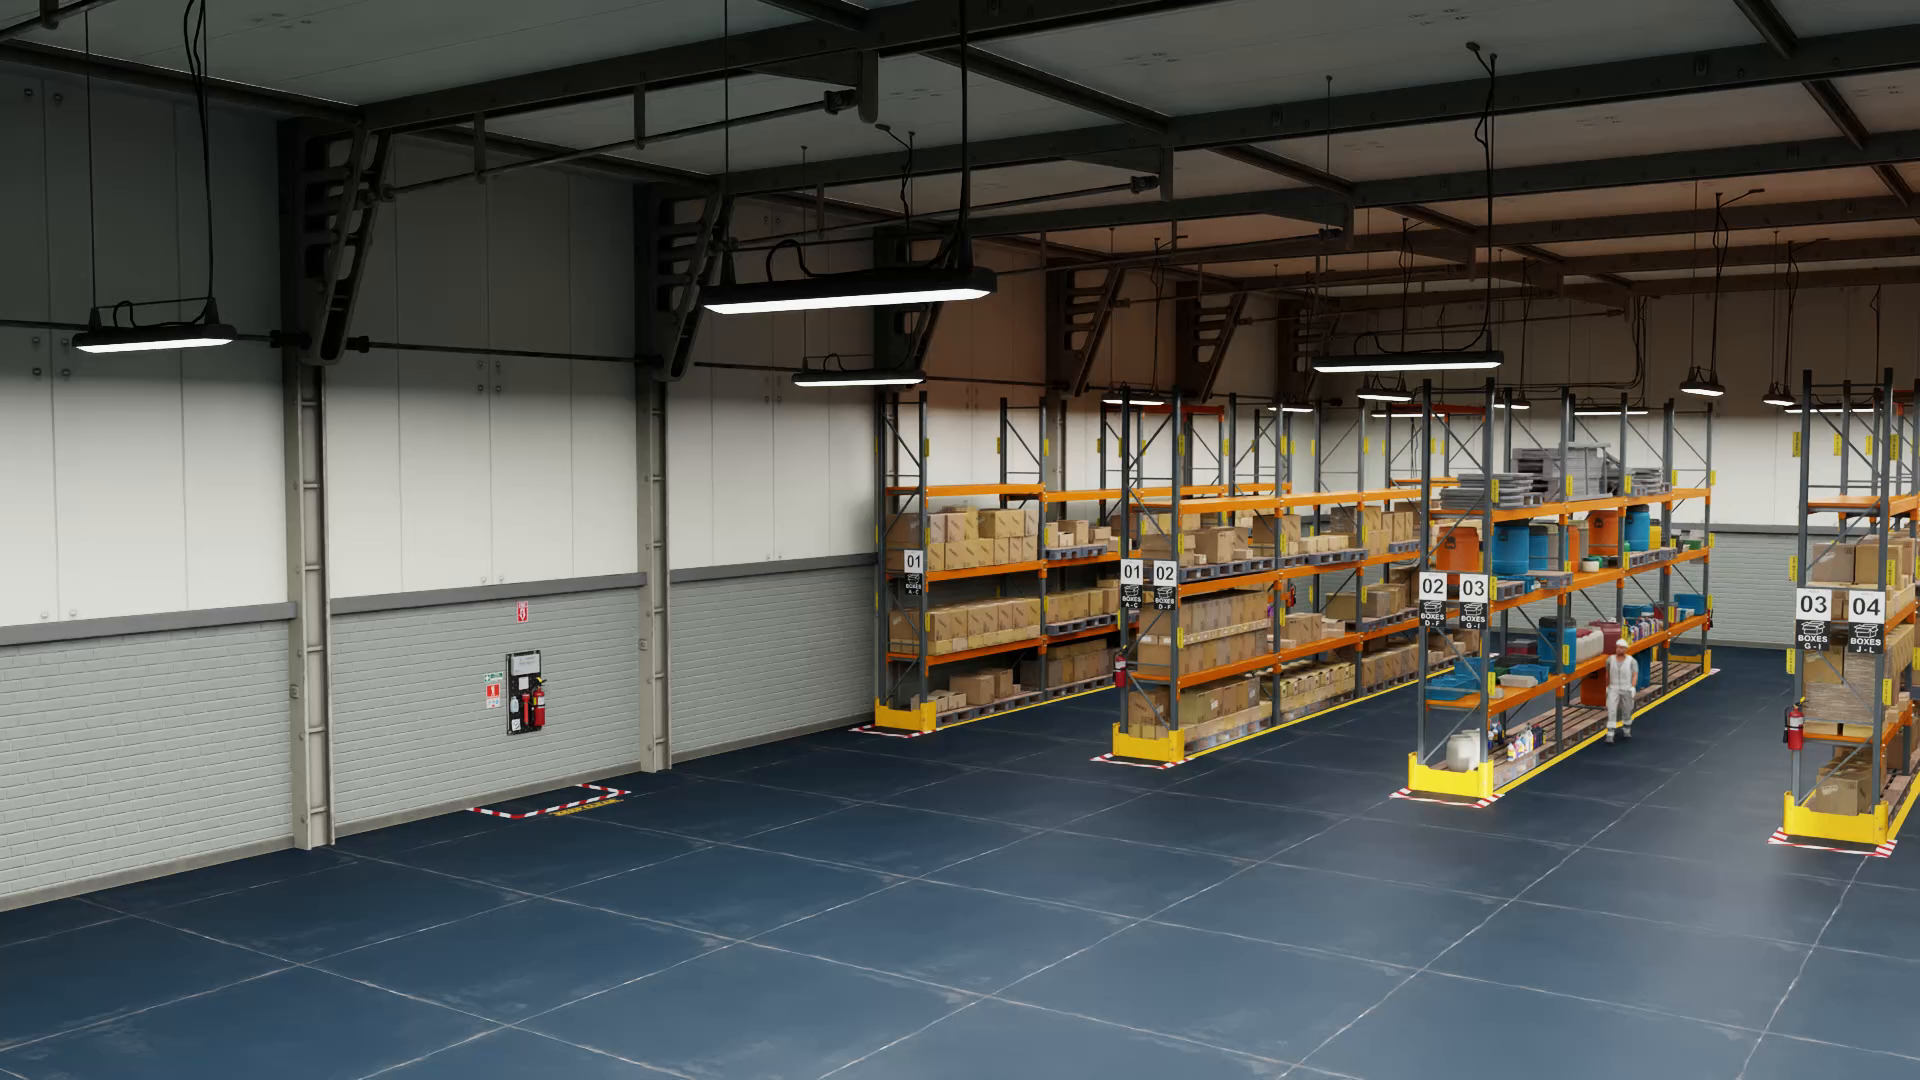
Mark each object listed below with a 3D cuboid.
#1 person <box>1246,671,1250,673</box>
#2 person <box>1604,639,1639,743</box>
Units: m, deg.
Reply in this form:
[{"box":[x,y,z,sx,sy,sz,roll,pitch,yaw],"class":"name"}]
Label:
[{"box":[6.493,2.082,37.085,0.634,1.714,1.093,2,4,31],"class":"person"},{"box":[11.199,2.552,28.174,0.544,1.733,1.056,2,4,29],"class":"person"}]
